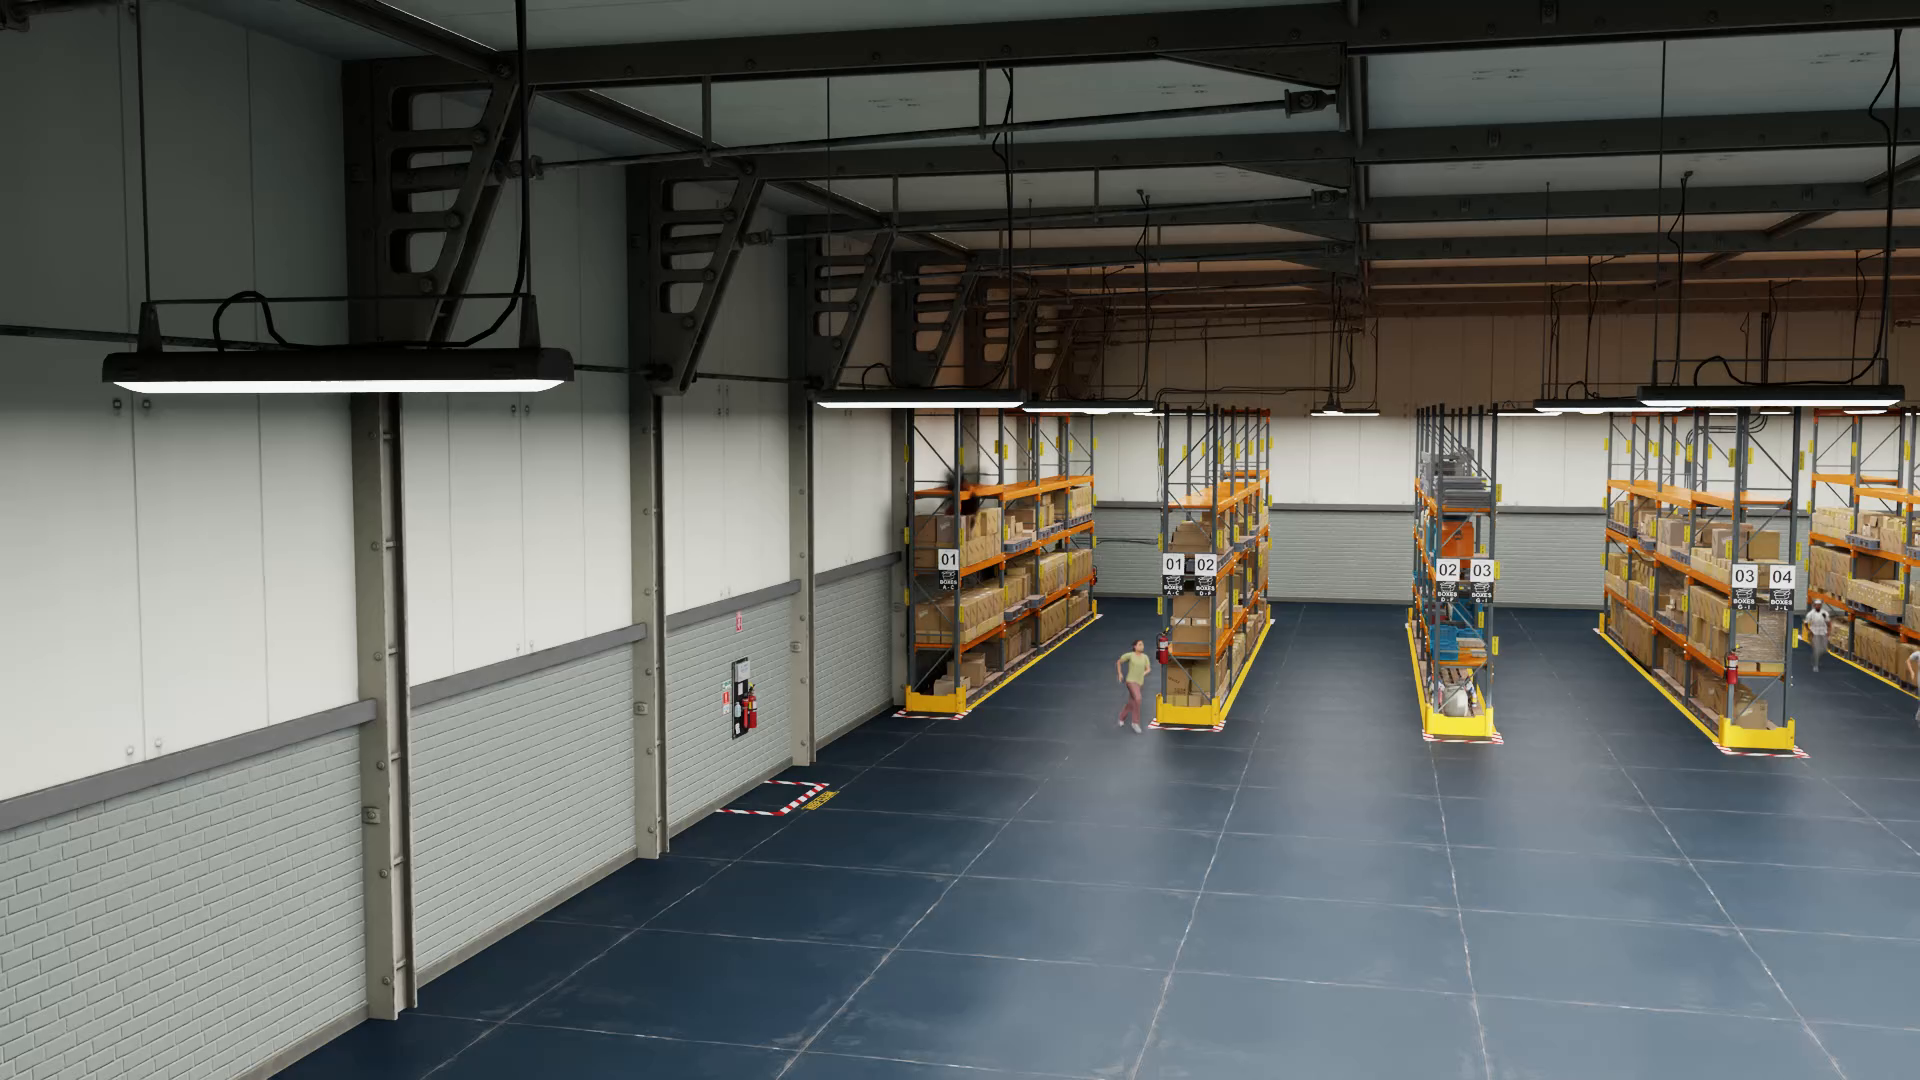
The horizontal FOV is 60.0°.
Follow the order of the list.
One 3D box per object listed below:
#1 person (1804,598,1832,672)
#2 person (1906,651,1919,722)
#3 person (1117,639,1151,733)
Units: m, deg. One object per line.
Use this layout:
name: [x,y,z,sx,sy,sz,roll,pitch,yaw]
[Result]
person: [19.482,2.154,37.746,0.581,1.668,0.493,1,4,17]
person: [17.880,2.649,30.768,0.531,1.720,0.738,0,4,2]
person: [3.260,2.656,30.632,0.577,1.664,0.811,-2,5,-27]
